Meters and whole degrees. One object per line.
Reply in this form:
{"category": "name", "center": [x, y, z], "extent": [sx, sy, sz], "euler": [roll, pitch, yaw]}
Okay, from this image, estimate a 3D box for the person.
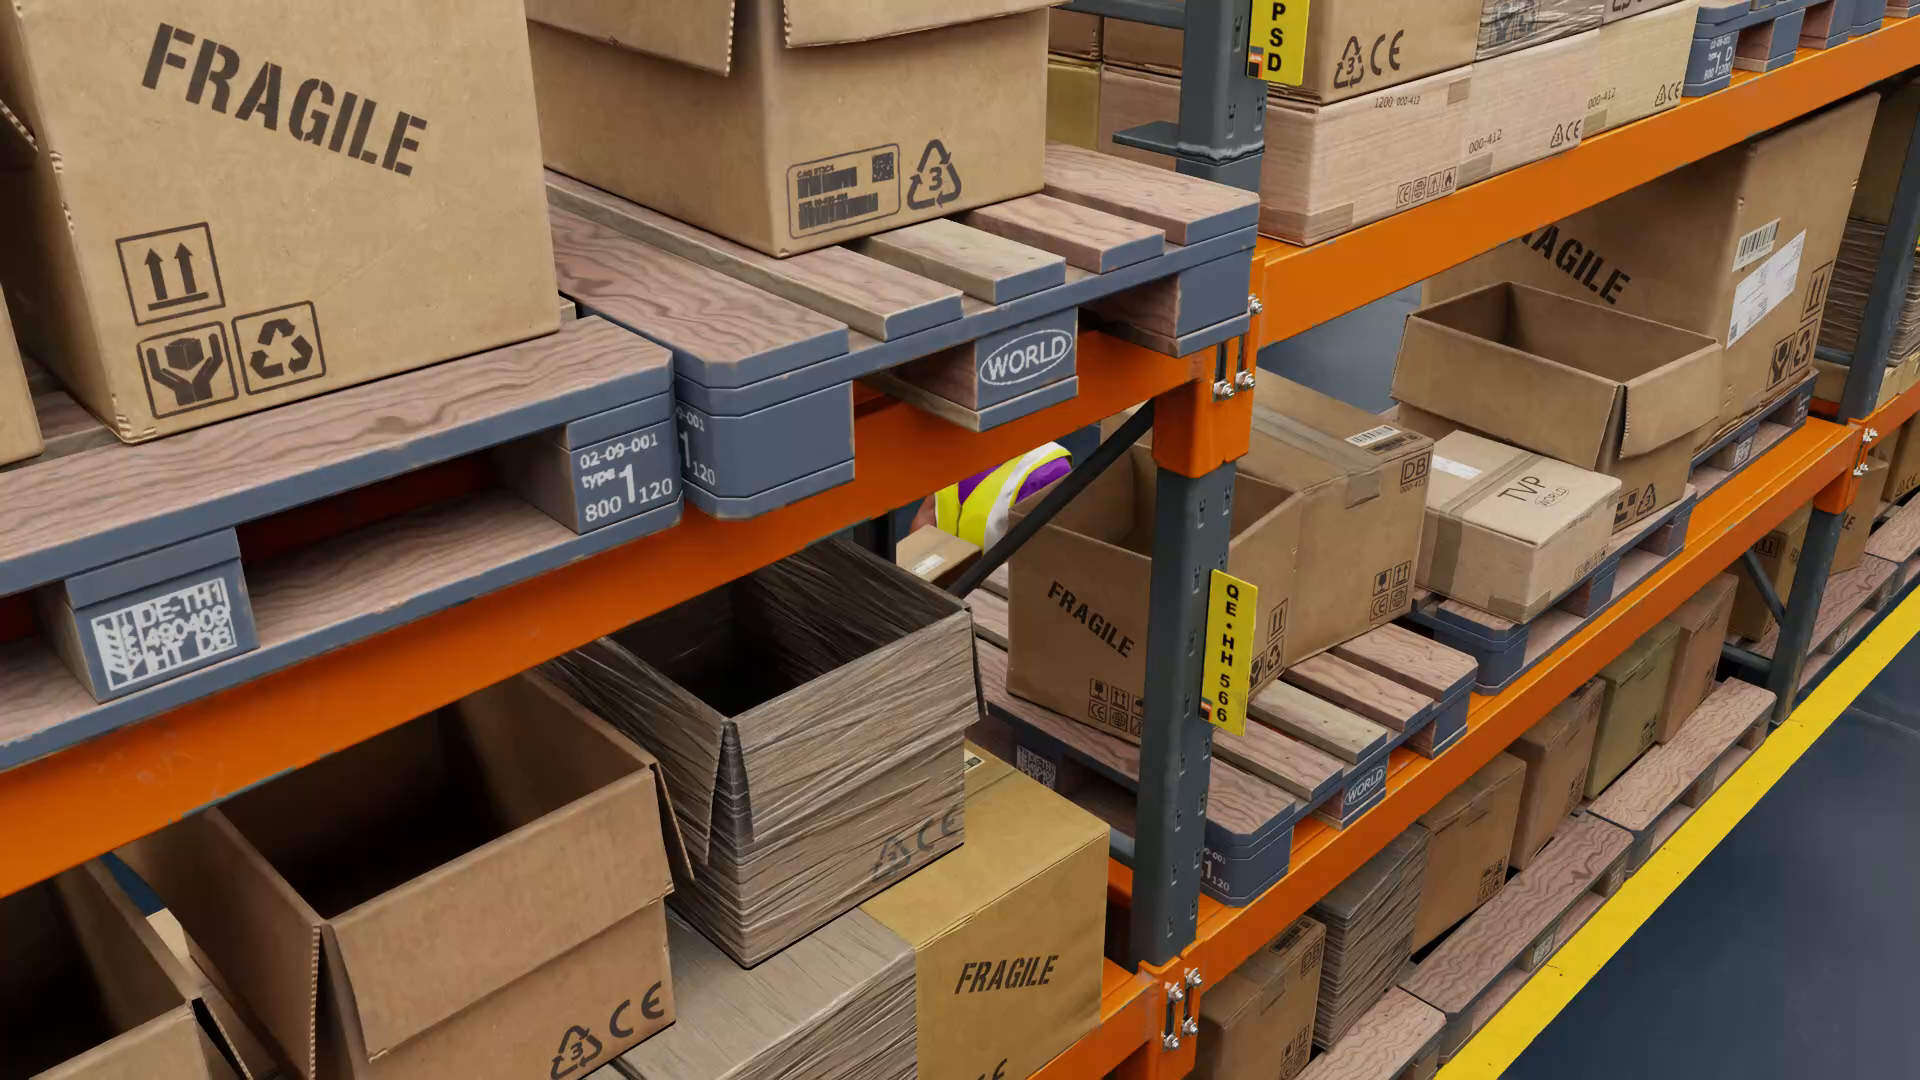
{"category": "person", "center": [0.046, 0.220, 5.680], "extent": [0.503, 1.760, 0.576], "euler": [24, 36, 38]}
